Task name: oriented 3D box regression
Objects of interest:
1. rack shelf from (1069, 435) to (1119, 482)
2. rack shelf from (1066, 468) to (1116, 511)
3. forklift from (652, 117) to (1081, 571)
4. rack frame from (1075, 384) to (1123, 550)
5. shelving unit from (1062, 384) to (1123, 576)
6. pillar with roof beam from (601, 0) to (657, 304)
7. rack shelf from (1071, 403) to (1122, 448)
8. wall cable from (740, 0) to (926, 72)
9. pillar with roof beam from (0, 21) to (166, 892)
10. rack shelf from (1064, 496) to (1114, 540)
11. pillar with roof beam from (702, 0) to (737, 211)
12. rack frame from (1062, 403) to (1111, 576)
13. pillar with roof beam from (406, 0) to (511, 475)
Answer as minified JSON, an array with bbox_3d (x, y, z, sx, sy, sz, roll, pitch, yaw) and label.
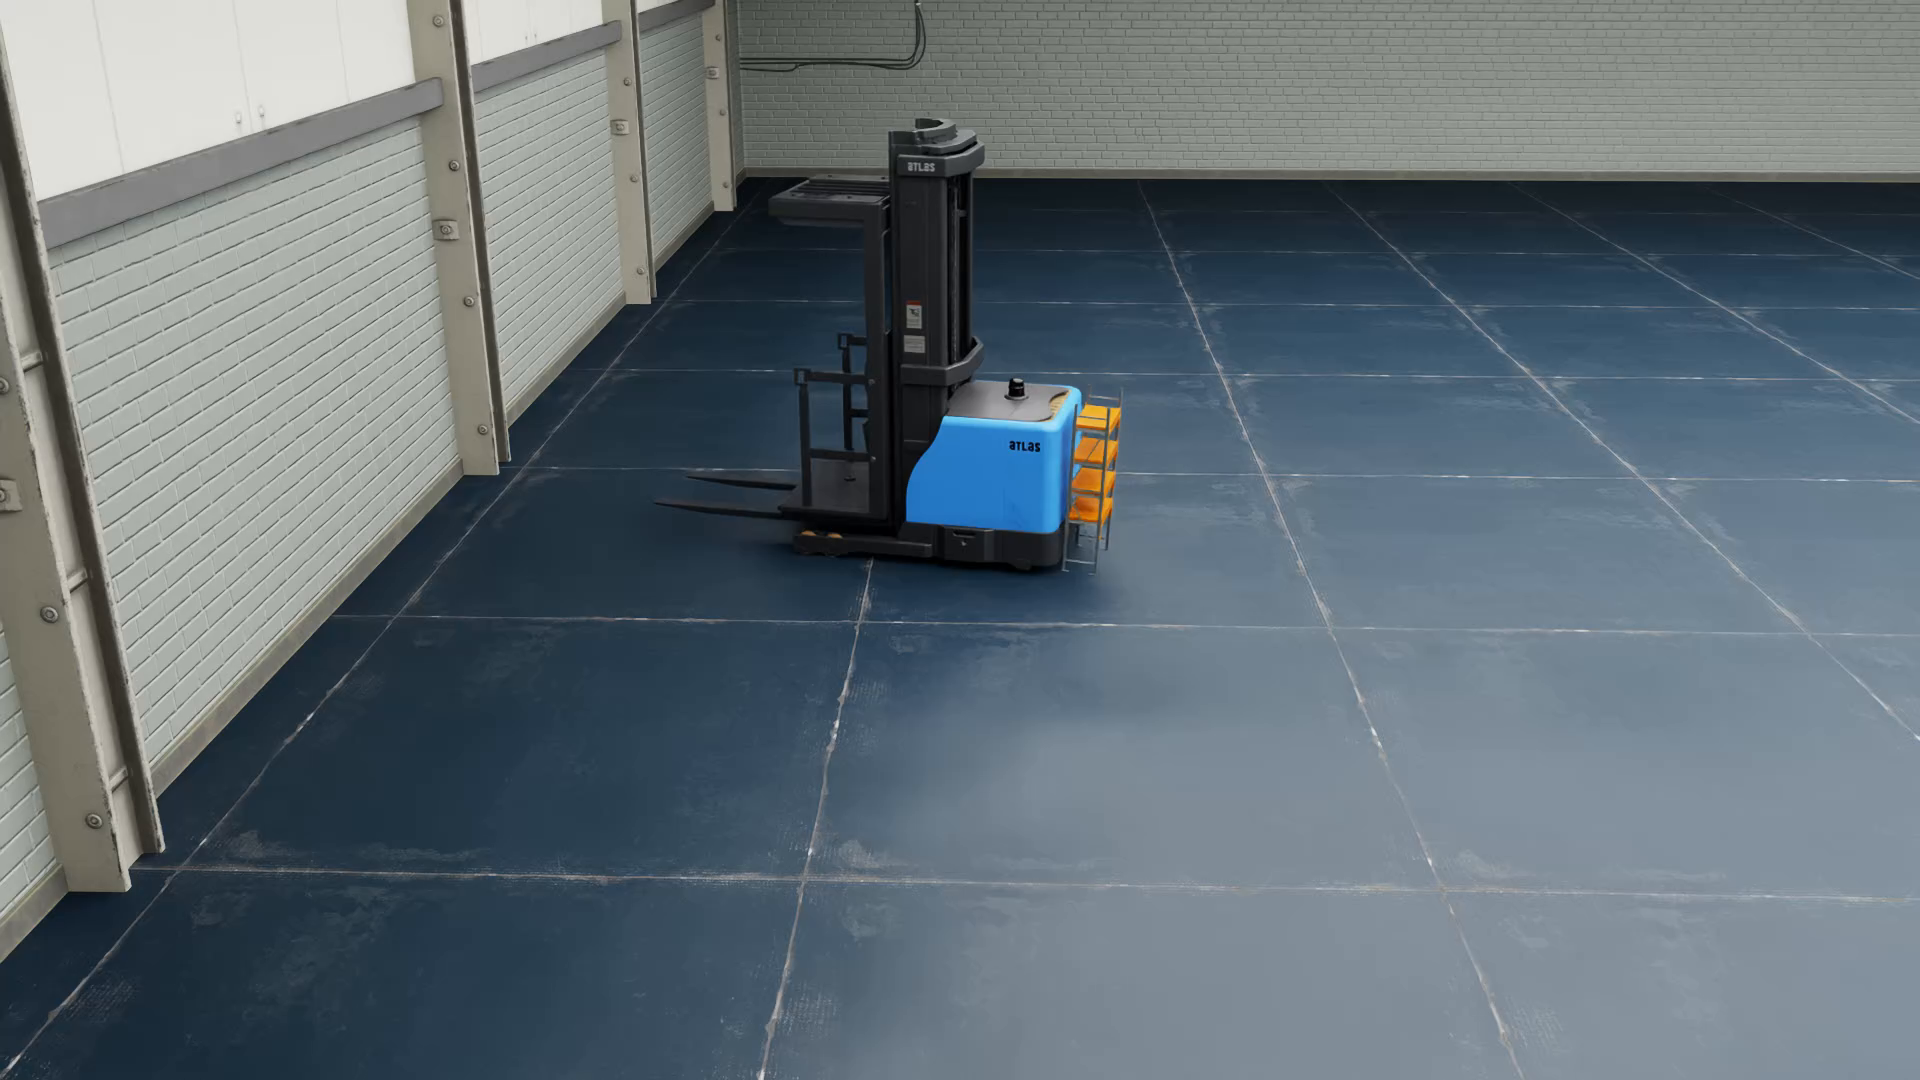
[{"bbox_3d":[0.915,-0.560,11.363,0.258,0.148,0.480,8,22,12],"label":"rack shelf"},{"bbox_3d":[0.904,-0.353,11.447,0.258,0.148,0.480,8,22,12],"label":"rack shelf"},{"bbox_3d":[-0.695,-1.423,11.645,3.031,2.935,1.130,5,22,13],"label":"forklift"},{"bbox_3d":[0.968,-0.501,11.642,0.240,1.200,0.015,8,22,12],"label":"rack frame"},{"bbox_3d":[0.907,-0.415,11.422,0.258,1.200,0.503,8,22,12],"label":"shelving unit"},{"bbox_3d":[0.617,-6.912,17.404,9.100,9.000,0.400,1,21,2],"label":"pillar with roof beam"},{"bbox_3d":[0.927,-0.779,11.275,0.258,0.148,0.480,8,22,12],"label":"rack shelf"},{"bbox_3d":[-2.092,-8.732,26.386,3.097,2.526,0.112,1,21,2],"label":"wall cable"},{"bbox_3d":[0.252,-2.574,6.221,9.100,9.000,0.400,1,21,2],"label":"pillar with roof beam"},{"bbox_3d":[0.894,-0.169,11.521,0.258,0.148,0.480,8,22,12],"label":"rack shelf"},{"bbox_3d":[0.799,-9.082,22.995,9.100,9.000,0.400,1,21,2],"label":"pillar with roof beam"},{"bbox_3d":[0.847,-0.329,11.201,0.240,1.200,0.015,8,22,12],"label":"rack frame"},{"bbox_3d":[0.434,-4.743,11.813,9.100,9.000,0.400,1,21,2],"label":"pillar with roof beam"}]
